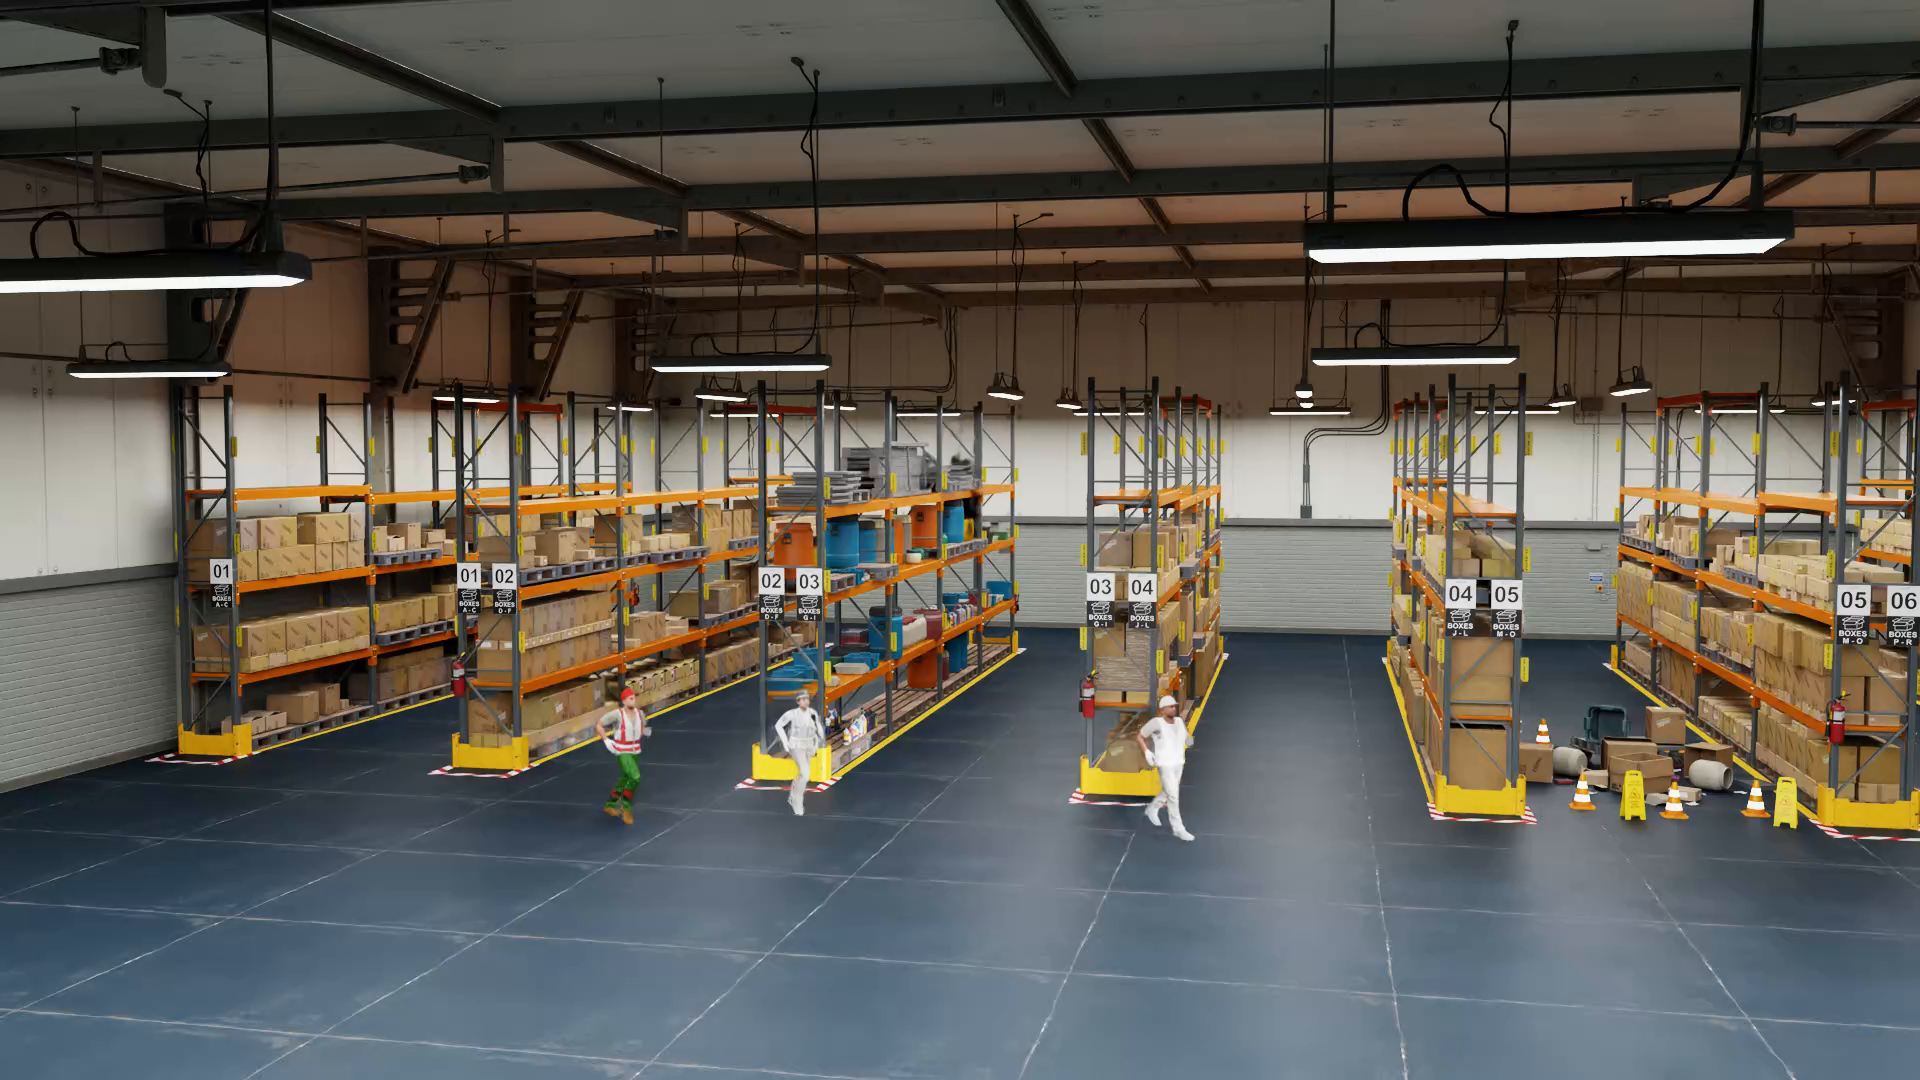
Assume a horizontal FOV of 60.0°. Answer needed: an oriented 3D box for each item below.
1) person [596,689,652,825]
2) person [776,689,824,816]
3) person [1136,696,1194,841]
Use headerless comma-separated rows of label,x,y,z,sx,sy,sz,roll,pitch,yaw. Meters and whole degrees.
person,-4.461,2.876,22.229,0.792,1.804,0.636,2,4,34
person,-2.145,2.889,22.757,0.607,1.730,0.706,-3,4,-41
person,2.682,2.884,21.340,0.683,1.775,0.992,-3,4,-39
